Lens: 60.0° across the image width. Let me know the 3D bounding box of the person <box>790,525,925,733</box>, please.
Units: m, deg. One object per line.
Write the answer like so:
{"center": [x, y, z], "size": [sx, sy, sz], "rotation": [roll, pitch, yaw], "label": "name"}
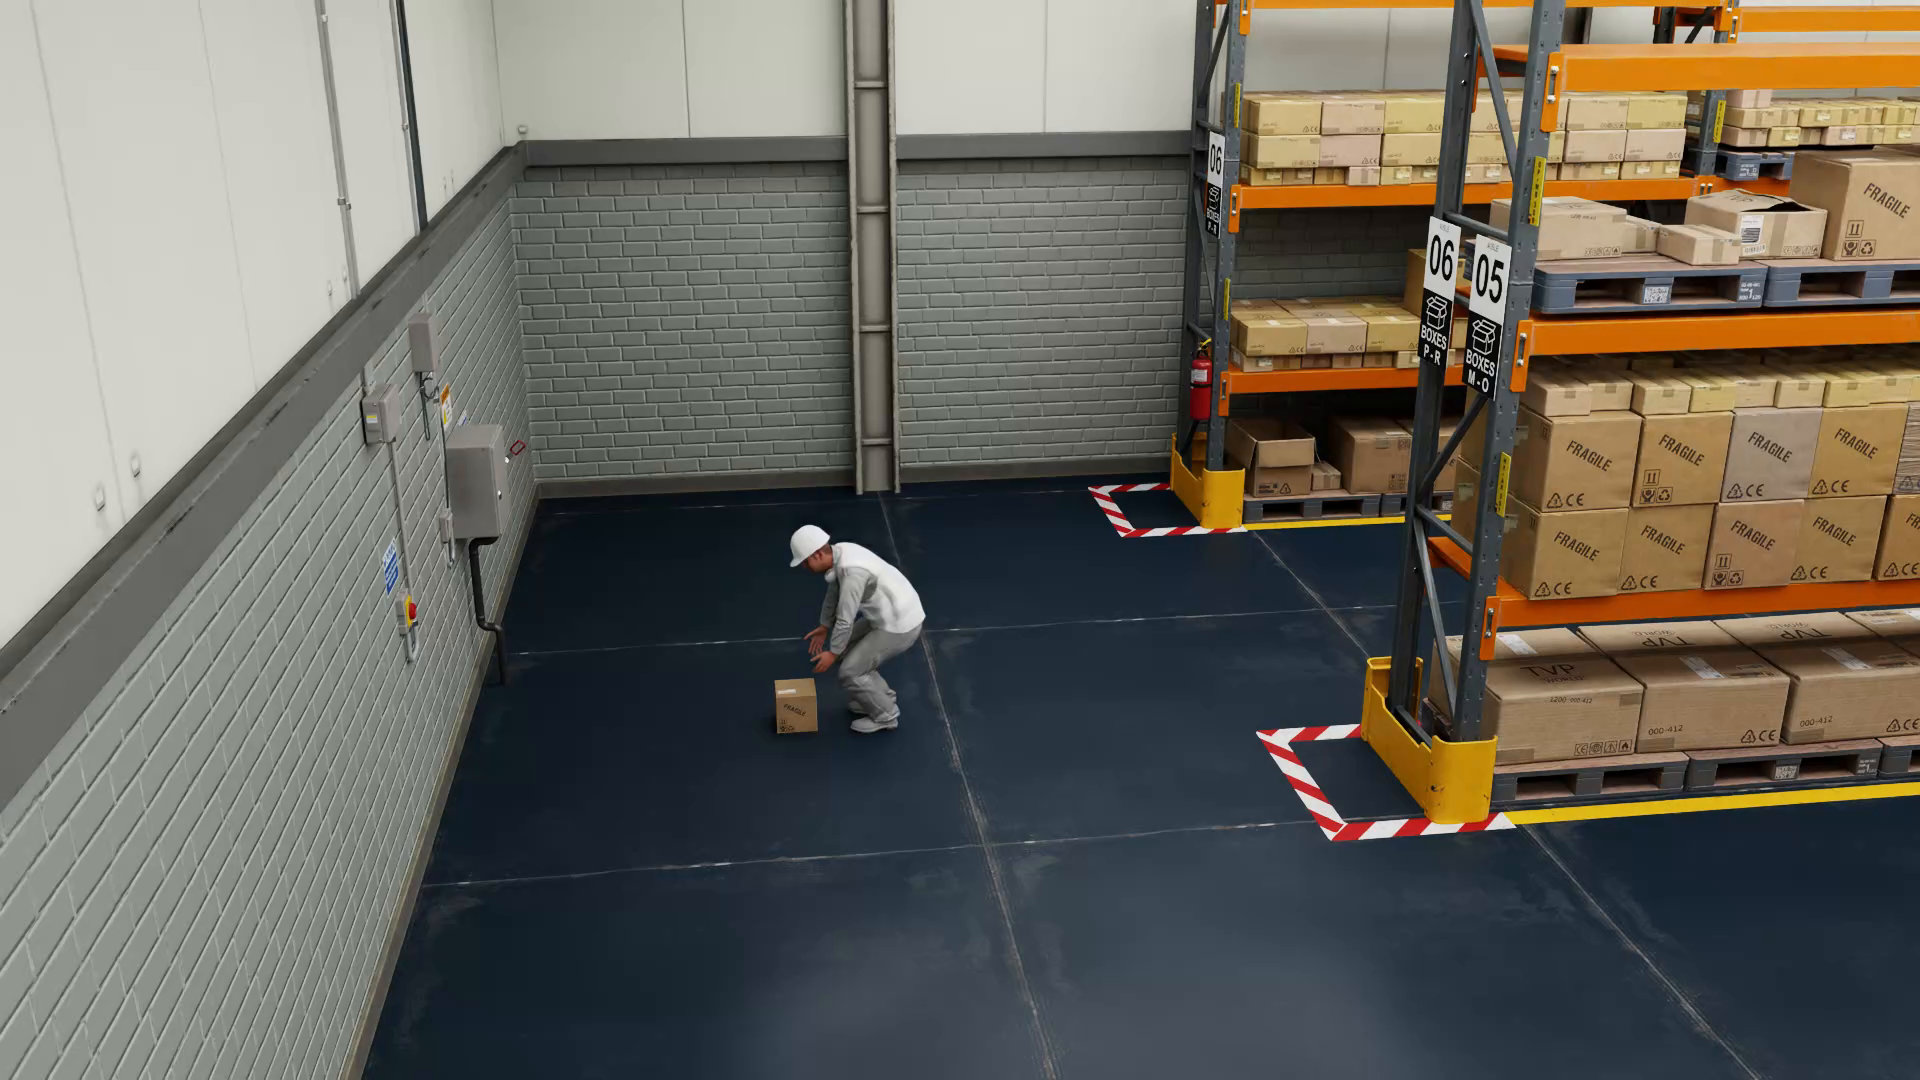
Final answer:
{"center": [-0.623, 0.526, 10.236], "size": [0.812, 1.329, 0.587], "rotation": [-3, 20, -8], "label": "person"}
